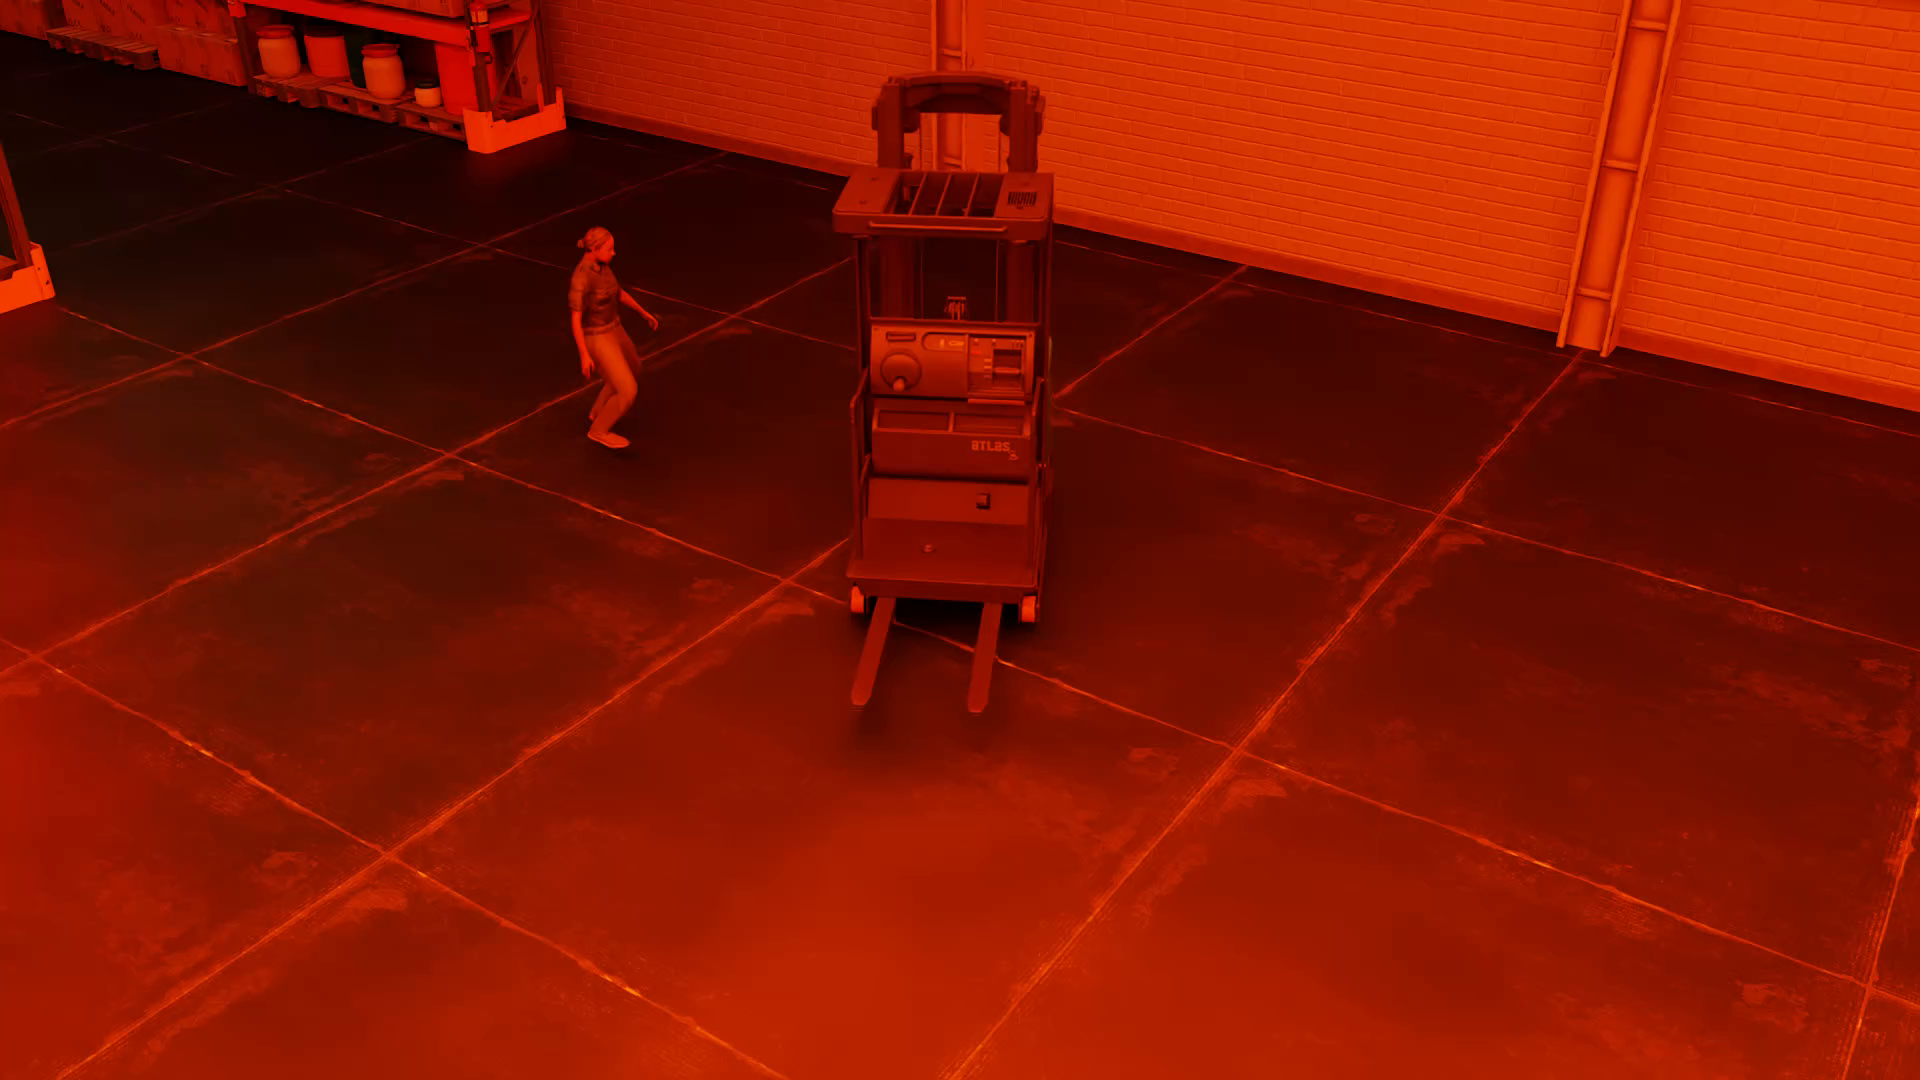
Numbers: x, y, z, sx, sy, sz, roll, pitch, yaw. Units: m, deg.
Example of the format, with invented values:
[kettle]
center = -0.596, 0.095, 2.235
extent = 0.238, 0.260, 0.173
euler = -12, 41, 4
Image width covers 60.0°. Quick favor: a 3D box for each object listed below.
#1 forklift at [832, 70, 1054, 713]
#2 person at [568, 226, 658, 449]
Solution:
[forklift]
center = -0.064, -0.963, 9.239
extent = 1.130, 2.935, 3.031
euler = 3, 30, 5
[person]
center = -2.408, -1.392, 11.393
extent = 0.614, 1.549, 0.863
euler = 7, 31, 11
